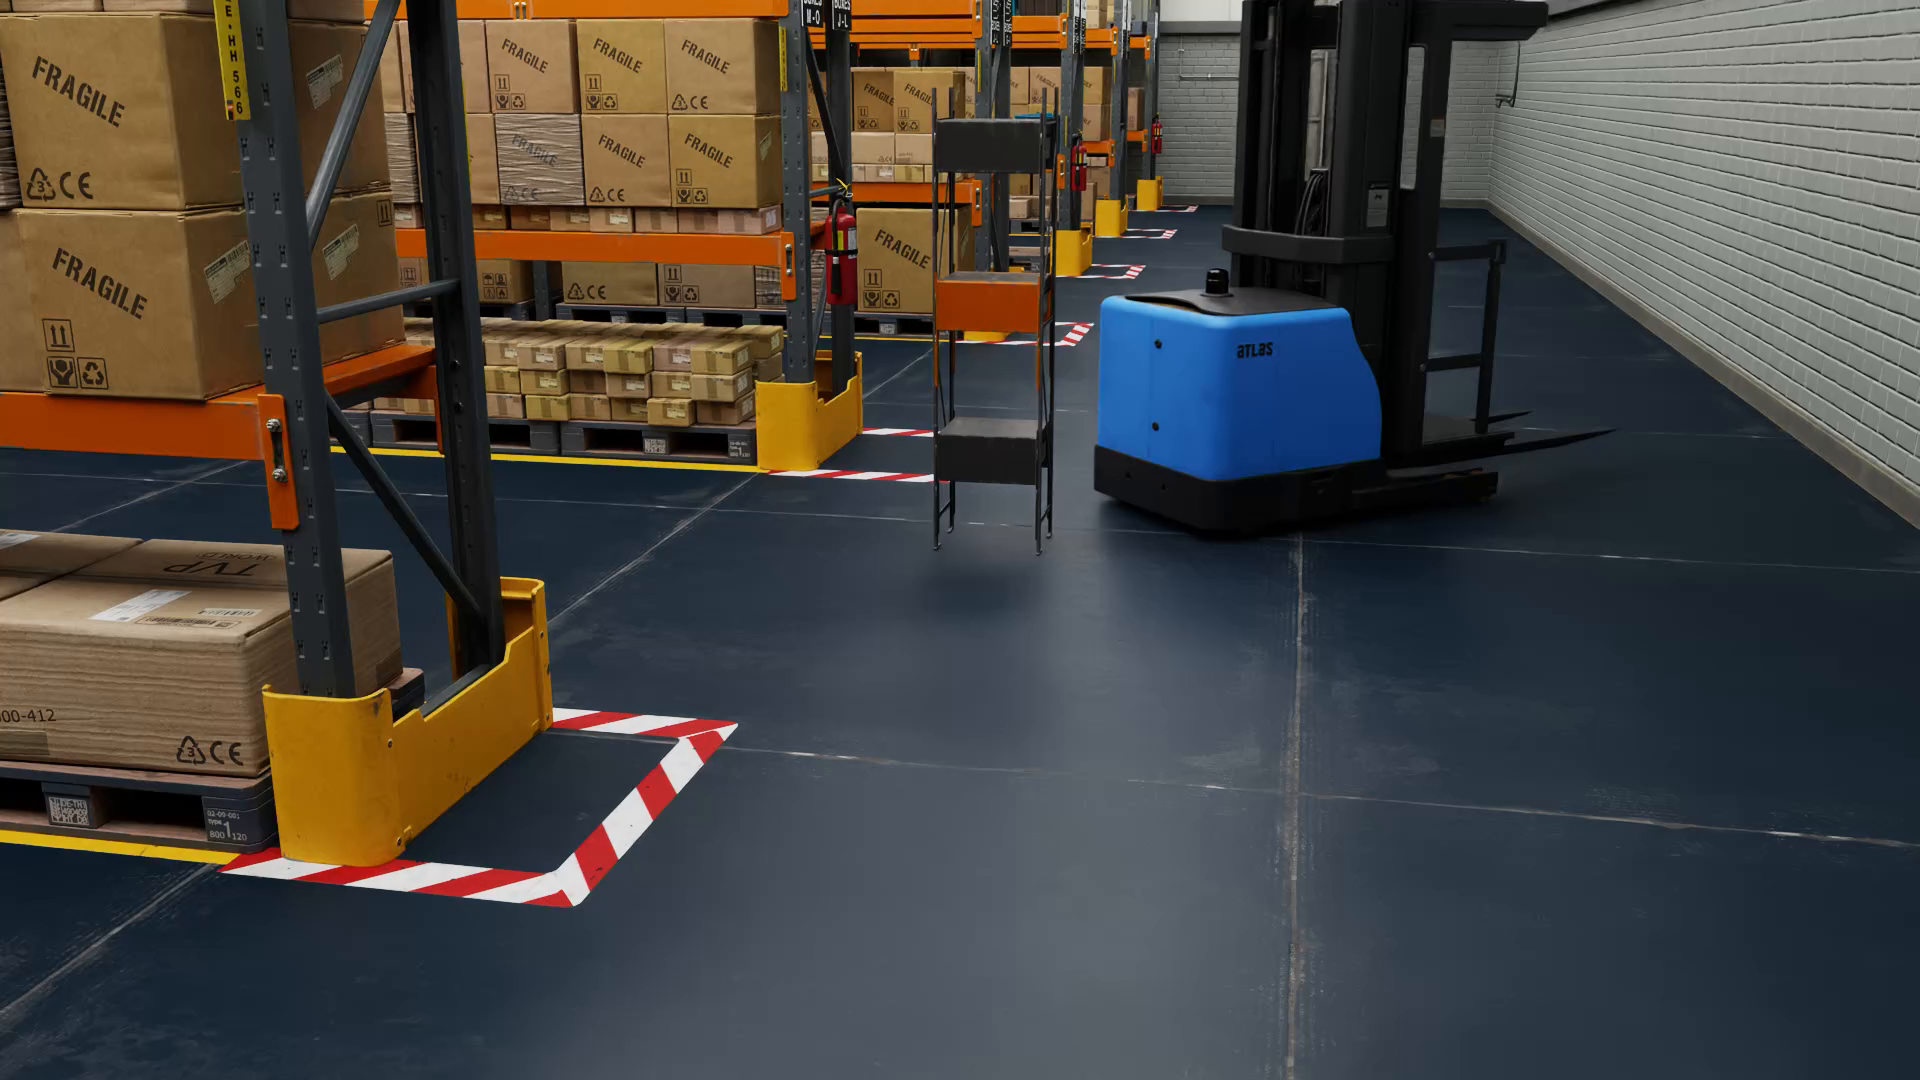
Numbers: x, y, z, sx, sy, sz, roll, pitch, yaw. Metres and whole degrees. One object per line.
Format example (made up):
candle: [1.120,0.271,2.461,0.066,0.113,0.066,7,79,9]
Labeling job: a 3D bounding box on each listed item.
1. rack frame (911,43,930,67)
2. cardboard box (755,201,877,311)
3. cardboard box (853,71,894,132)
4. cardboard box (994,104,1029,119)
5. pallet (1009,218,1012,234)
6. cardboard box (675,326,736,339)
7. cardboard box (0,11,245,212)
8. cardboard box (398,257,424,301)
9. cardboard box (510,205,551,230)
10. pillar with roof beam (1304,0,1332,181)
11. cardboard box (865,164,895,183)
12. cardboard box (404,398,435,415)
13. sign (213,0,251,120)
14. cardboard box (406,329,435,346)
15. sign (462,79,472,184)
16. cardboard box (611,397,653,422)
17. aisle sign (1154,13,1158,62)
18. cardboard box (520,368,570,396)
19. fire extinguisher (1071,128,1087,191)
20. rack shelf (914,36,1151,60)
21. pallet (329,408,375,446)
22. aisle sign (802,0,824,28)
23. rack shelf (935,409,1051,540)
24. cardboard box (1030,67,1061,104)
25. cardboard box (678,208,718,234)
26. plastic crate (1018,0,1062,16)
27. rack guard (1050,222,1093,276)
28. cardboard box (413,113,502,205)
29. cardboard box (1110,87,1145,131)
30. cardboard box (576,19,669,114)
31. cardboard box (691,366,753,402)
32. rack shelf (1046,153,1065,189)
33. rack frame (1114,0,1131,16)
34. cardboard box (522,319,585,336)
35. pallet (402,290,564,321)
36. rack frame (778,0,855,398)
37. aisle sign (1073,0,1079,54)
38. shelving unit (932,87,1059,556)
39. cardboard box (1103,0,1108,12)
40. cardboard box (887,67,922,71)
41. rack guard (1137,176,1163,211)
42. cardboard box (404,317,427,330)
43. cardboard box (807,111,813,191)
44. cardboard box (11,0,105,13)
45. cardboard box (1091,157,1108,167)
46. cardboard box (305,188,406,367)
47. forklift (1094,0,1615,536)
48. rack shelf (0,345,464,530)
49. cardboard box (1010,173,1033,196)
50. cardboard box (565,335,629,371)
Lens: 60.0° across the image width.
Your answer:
rack frame: [-0.678,-7.378,29.008,0.127,3.000,1.000,3,16,11]
cardboard box: [-1.254,-2.518,14.656,0.875,0.875,0.875,3,16,11]
cardboard box: [-0.626,-3.833,14.529,0.500,0.500,0.500,3,16,10]
cardboard box: [0.768,-5.924,23.573,0.500,0.500,0.500,3,16,12]
pallet: [0.210,-4.637,24.336,1.213,0.211,1.003,3,16,11]
cardboard box: [-1.547,-1.201,10.147,0.250,0.149,0.380,3,16,12]
cardboard box: [-2.214,-1.179,4.568,0.500,0.500,0.500,4,16,13]
cardboard box: [-5.146,-2.745,15.476,0.875,0.875,1.225,3,16,9]
cardboard box: [-2.428,-1.900,9.701,0.250,0.149,0.380,2,16,9]
pillar with roof beam: [5.202,-9.013,23.671,0.400,9.000,9.100,3,16,11]
cardboard box: [-0.636,-3.117,14.095,0.250,0.149,0.380,3,16,11]
cardboard box: [-3.154,-0.865,10.050,0.250,0.149,0.380,3,16,10]
sign: [-1.816,-1.216,4.151,0.005,0.325,0.100,3,16,11]
cardboard box: [-3.138,-1.175,10.053,0.250,0.149,0.380,2,16,9]
sign: [-1.578,-1.286,5.244,0.005,0.325,0.100,3,16,11]
cardboard box: [-1.878,-0.811,9.856,0.250,0.149,0.380,3,16,11]
aisle sign: [3.252,-8.336,27.595,0.004,0.787,0.394,3,16,11]
cardboard box: [-2.401,-0.962,9.843,0.250,0.149,0.380,3,16,12]
fire extinguisher: [1.325,-4.230,18.485,0.183,0.674,0.296,3,16,11]
rack shelf: [1.282,-8.370,28.319,4.000,0.370,1.077,3,16,11]
pallet: [-4.062,-0.828,10.586,1.213,0.211,1.003,3,16,11]
aisle sign: [-0.795,-3.156,8.897,0.004,0.787,0.394,3,16,11]
rack shelf: [0.162,-0.315,7.870,0.480,0.518,0.431,3,16,11]
cardboard box: [1.272,-6.377,23.336,0.500,0.500,0.500,4,16,13]
cardboard box: [-1.419,-1.831,9.454,0.250,0.149,0.380,3,16,11]
plastic crate: [0.946,-6.049,18.838,0.590,0.269,0.497,3,16,11]
rack guard: [1.294,-3.371,19.225,0.348,0.500,1.175,3,16,11]
cardboard box: [-2.788,-2.216,9.629,0.500,0.500,0.500,4,16,14]
cardboard box: [2.740,-7.334,28.288,0.700,0.700,0.980,4,16,14]
cardboard box: [-1.801,-2.645,9.305,0.500,0.500,0.500,3,16,9]
cardboard box: [-1.381,-0.911,9.658,0.250,0.149,0.380,3,16,10]
rack shelf: [-0.692,-4.333,19.364,4.000,0.370,1.077,3,16,11]
rack frame: [2.258,-8.760,22.760,0.127,3.000,1.000,3,16,11]
cardboard box: [-2.546,-1.282,10.442,0.250,0.149,0.380,3,16,12]
pallet: [-4.410,-2.168,15.423,1.213,0.211,1.003,3,16,11]
rack frame: [-0.807,-1.986,9.541,0.127,3.000,1.000,3,16,11]
aisle sign: [1.280,-5.746,18.246,0.004,0.787,0.394,3,16,11]
shelving unit: [0.162,-1.003,7.680,0.503,2.100,0.431,3,16,11]
cardboard box: [1.807,-7.579,23.458,0.500,0.250,0.500,3,16,11]
cardboard box: [-0.750,-6.486,23.727,0.500,0.500,0.500,3,16,9]
rack guard: [3.265,-5.959,28.568,0.348,0.500,1.175,3,16,11]
cardboard box: [-3.584,-1.314,10.556,0.250,0.149,0.380,4,16,13]
cardboard box: [-1.192,-2.273,9.835,0.500,0.500,0.500,4,16,14]
cardboard box: [-2.339,-1.502,4.520,0.250,0.149,0.380,3,16,12]
cardboard box: [2.374,-6.446,28.323,0.250,0.149,0.380,3,16,10]
cardboard box: [-2.107,-0.834,5.197,0.500,0.500,0.500,3,16,11]
forklift: [2.233,-1.700,8.638,3.031,2.935,1.130,-9,18,-29]
rack shelf: [-3.654,-0.445,5.327,4.000,0.370,1.077,3,16,11]
cardboard box: [1.029,-6.254,28.845,0.500,0.500,0.700,3,16,12]
cardboard box: [-2.131,-1.102,9.791,0.250,0.149,0.380,2,16,9]
